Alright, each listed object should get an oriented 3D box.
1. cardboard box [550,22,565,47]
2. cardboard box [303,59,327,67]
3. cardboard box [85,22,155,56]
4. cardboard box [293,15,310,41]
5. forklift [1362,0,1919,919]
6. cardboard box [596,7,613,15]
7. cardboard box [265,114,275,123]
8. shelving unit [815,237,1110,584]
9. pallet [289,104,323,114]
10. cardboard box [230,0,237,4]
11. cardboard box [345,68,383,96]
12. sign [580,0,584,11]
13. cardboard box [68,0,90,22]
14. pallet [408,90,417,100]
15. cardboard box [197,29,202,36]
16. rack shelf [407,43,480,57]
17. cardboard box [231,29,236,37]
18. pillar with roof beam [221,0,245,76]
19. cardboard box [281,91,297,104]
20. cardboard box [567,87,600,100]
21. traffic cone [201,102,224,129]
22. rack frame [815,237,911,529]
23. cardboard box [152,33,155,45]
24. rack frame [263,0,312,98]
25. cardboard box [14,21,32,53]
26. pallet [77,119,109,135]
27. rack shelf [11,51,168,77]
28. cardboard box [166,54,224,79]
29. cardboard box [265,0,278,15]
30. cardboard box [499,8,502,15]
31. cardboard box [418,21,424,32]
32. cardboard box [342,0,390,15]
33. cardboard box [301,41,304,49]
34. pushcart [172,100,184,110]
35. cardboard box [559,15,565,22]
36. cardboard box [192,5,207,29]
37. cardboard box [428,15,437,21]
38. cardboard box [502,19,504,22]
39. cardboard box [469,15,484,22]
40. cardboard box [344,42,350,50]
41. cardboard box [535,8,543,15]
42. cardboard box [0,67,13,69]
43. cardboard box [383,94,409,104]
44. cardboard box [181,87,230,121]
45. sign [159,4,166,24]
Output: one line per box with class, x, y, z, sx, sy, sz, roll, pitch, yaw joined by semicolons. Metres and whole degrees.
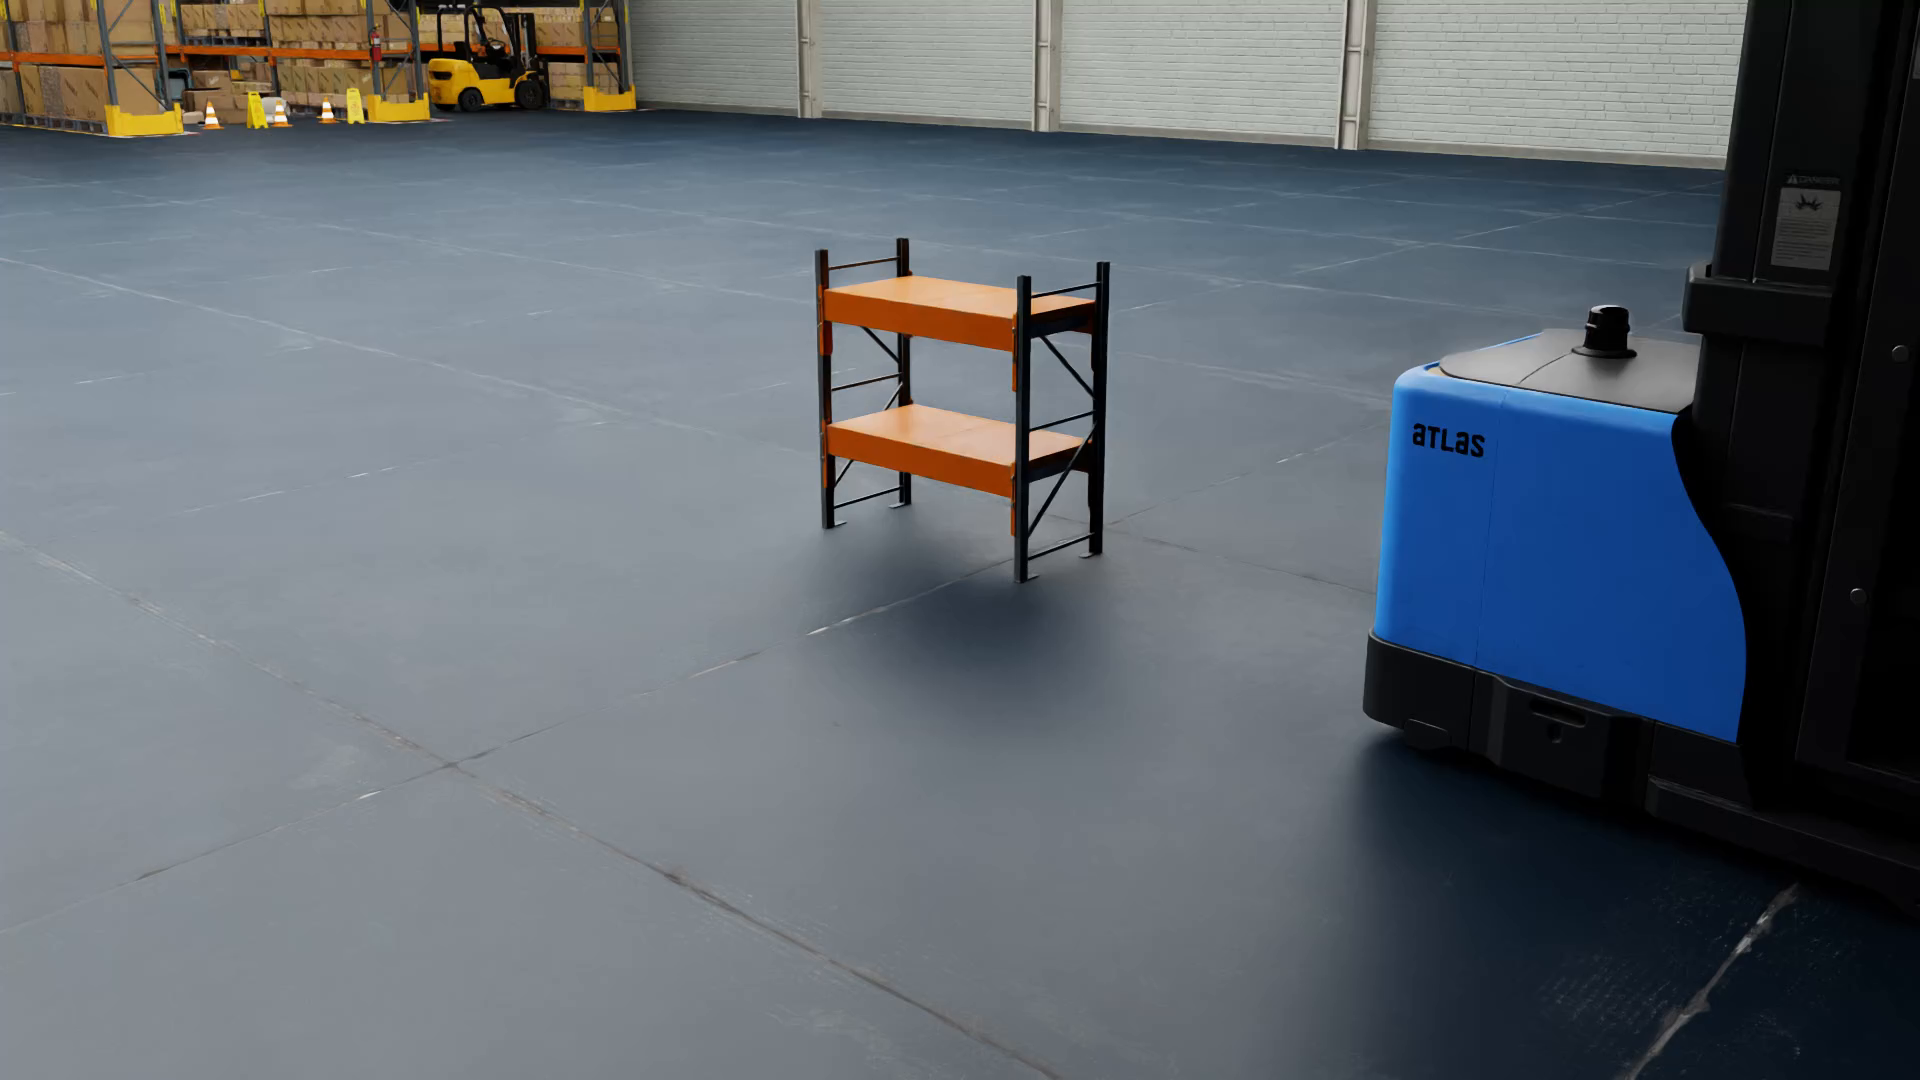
cardboard box;-8.467;-10.896;35.822;0.500;0.500;0.500;16;24;41
cardboard box;-12.922;-9.564;33.329;0.250;0.149;0.380;17;24;42
cardboard box;-14.353;-8.575;28.424;0.550;0.550;0.875;15;23;39
cardboard box;-12.925;-10.221;33.202;0.500;0.500;0.500;15;23;39
forklift;2.562;-0.619;3.717;1.130;2.935;3.031;-17;24;-42
cardboard box;-7.653;-11.317;35.584;0.250;0.149;0.380;14;23;38
cardboard box;-13.156;-8.026;31.657;0.380;0.149;0.250;-6;18;-18
shelving unit;-0.005;-0.538;6.446;1.048;1.125;0.538;15;23;39
pallet;-13.301;-8.926;34.390;1.213;0.211;1.003;15;23;39
cardboard box;-15.067;-11.308;34.860;0.250;0.149;0.380;14;22;37
cardboard box;-11.607;-8.928;32.397;0.500;0.500;0.500;15;23;40
sign;-7.914;-11.248;34.789;0.005;0.325;0.100;15;23;39
cardboard box;-14.770;-9.198;28.603;0.550;0.550;0.875;15;23;39
pallet;-12.937;-10.806;40.312;1.213;0.211;1.003;15;23;39
cardboard box;-16.336;-11.029;36.126;0.250;0.149;0.380;13;22;36
rack shelf;-12.031;-11.565;39.283;4.000;0.370;1.077;15;23;39
cardboard box;-15.148;-10.712;35.126;0.250;0.149;0.380;15;23;39
pillar with roof beam;-23.786;-16.546;43.872;0.400;9.000;9.100;15;23;39
cardboard box;-13.565;-9.092;34.154;0.500;0.250;0.500;14;22;37
cardboard box;-8.104;-9.615;35.802;0.500;0.250;0.500;15;23;40
traffic cone;-13.500;-7.658;29.976;0.334;0.463;0.336;15;23;39
rack frame;-0.385;-0.640;6.767;0.032;1.125;0.500;15;23;39
cardboard box;-18.128;-11.361;37.698;0.500;0.250;0.500;15;23;39
rack frame;-13.827;-10.382;34.368;0.127;3.000;1.000;15;23;39
cardboard box;-16.753;-9.242;30.527;0.550;0.550;0.875;15;23;39
pallet;-14.695;-7.253;29.116;1.213;0.211;1.003;15;23;39
rack shelf;-15.541;-8.498;29.618;4.000;0.370;1.077;15;23;39
cardboard box;-17.280;-10.530;37.652;0.875;0.875;0.875;15;23;39
cardboard box;-13.642;-10.911;33.723;0.500;0.500;0.700;15;23;39
cardboard box;-10.041;-11.792;37.081;0.250;0.149;0.380;14;23;38
cardboard box;-12.604;-12.122;39.270;0.500;0.250;0.500;14;23;38
cardboard box;-11.362;-10.298;31.793;0.500;0.500;0.700;14;23;38
cardboard box;-12.980;-9.937;33.381;0.250;0.149;0.380;15;23;39
pushcart;-15.303;-8.607;33.107;0.936;0.377;1.648;7;19;21
cardboard box;-8.353;-11.177;35.633;0.250;0.149;0.380;16;23;40
cardboard box;-16.241;-11.329;36.000;0.500;0.500;0.500;17;24;42
cardboard box;-12.163;-12.167;38.753;0.250;0.149;0.380;14;23;38
cardboard box;-9.928;-11.575;36.889;0.250;0.149;0.380;16;23;40
cardboard box;-10.938;-11.881;37.853;0.250;0.149;0.380;16;24;41
cardboard box;-11.697;-9.568;32.218;0.250;0.149;0.380;15;23;38
cardboard box;-8.972;-11.459;36.032;0.250;0.149;0.380;16;23;40
cardboard box;-18.977;-8.856;32.582;0.750;0.750;1.050;15;23;40
cardboard box;-11.255;-8.693;32.897;0.500;0.250;0.500;15;23;39
cardboard box;-14.534;-8.420;32.086;0.503;0.637;0.797;15;23;39
sign;-13.672;-9.014;28.493;0.005;0.325;0.100;15;23;39
